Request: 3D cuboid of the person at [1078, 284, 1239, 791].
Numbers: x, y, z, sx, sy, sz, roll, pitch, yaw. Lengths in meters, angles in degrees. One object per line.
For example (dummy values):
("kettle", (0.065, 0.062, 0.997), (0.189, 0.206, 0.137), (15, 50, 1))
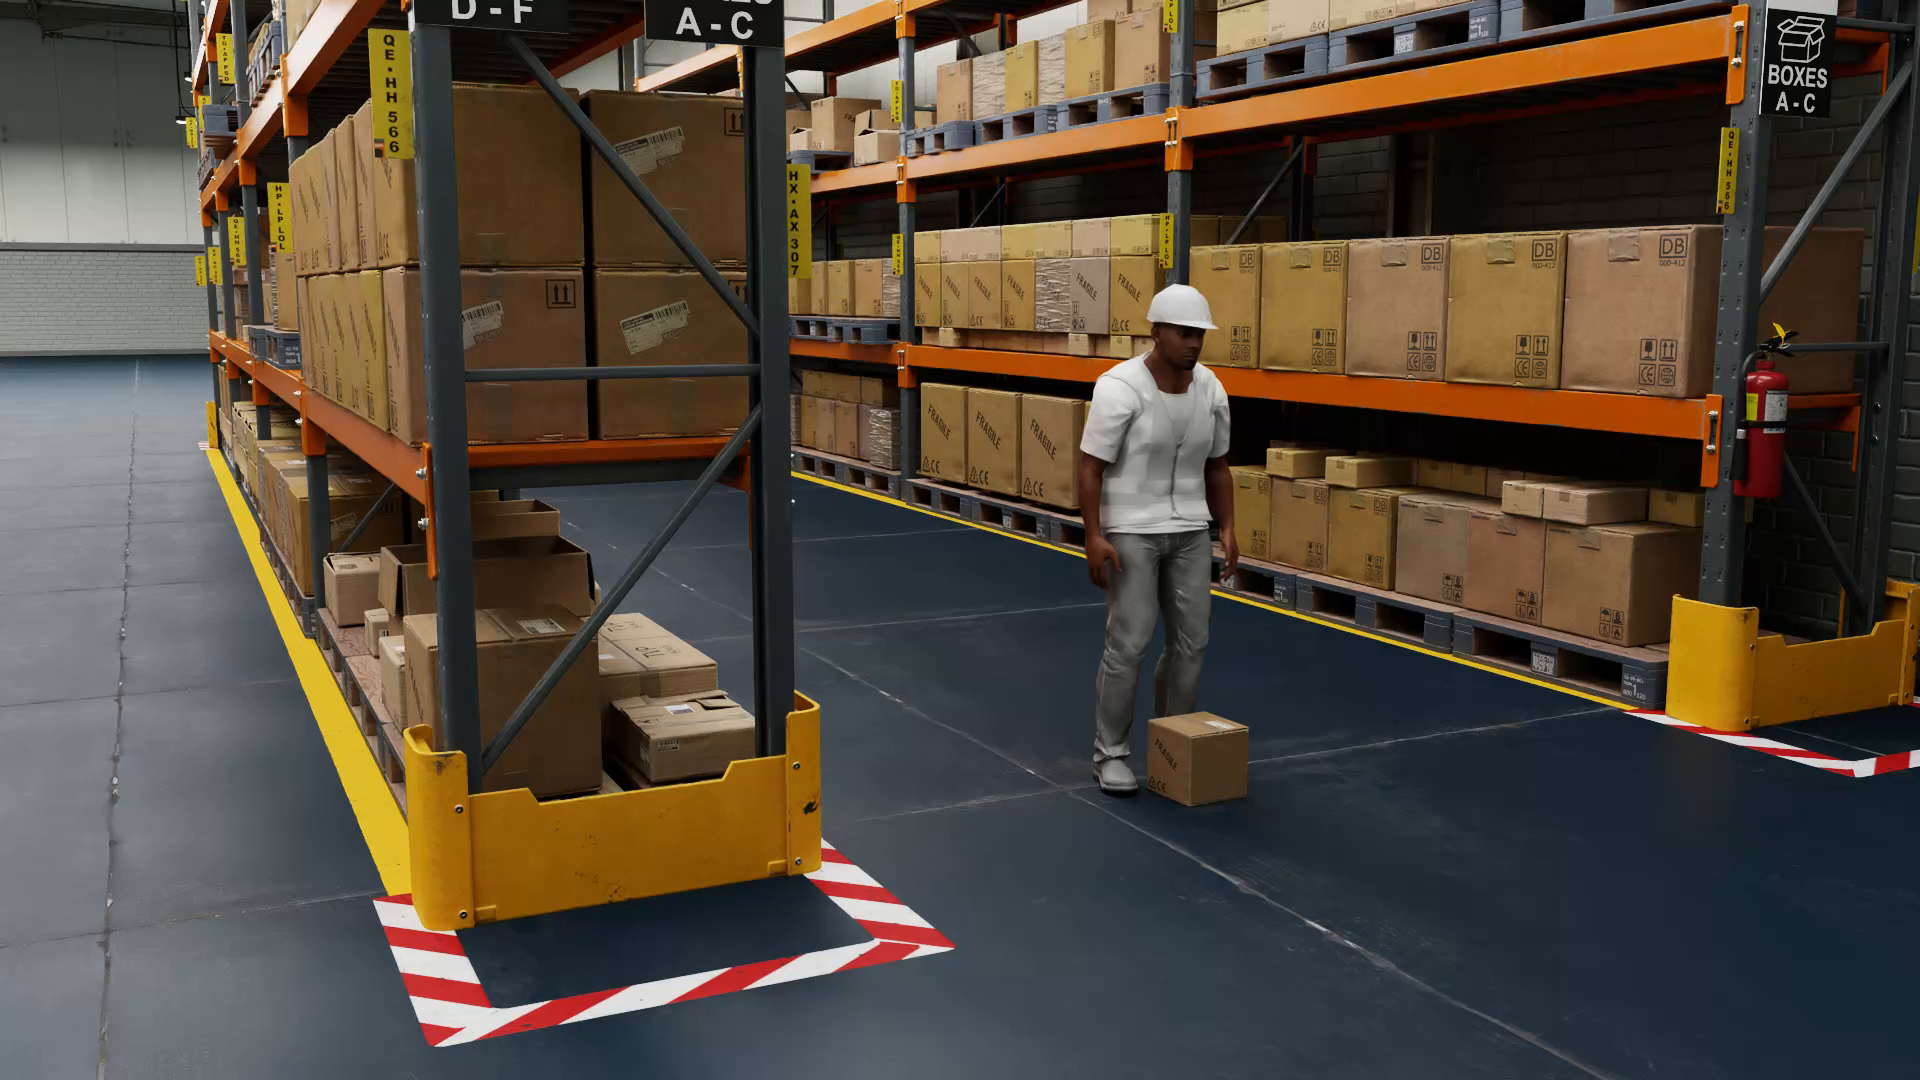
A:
("person", (0.709, -0.015, 5.874), (0.628, 1.761, 0.457), (-4, 9, -26))
